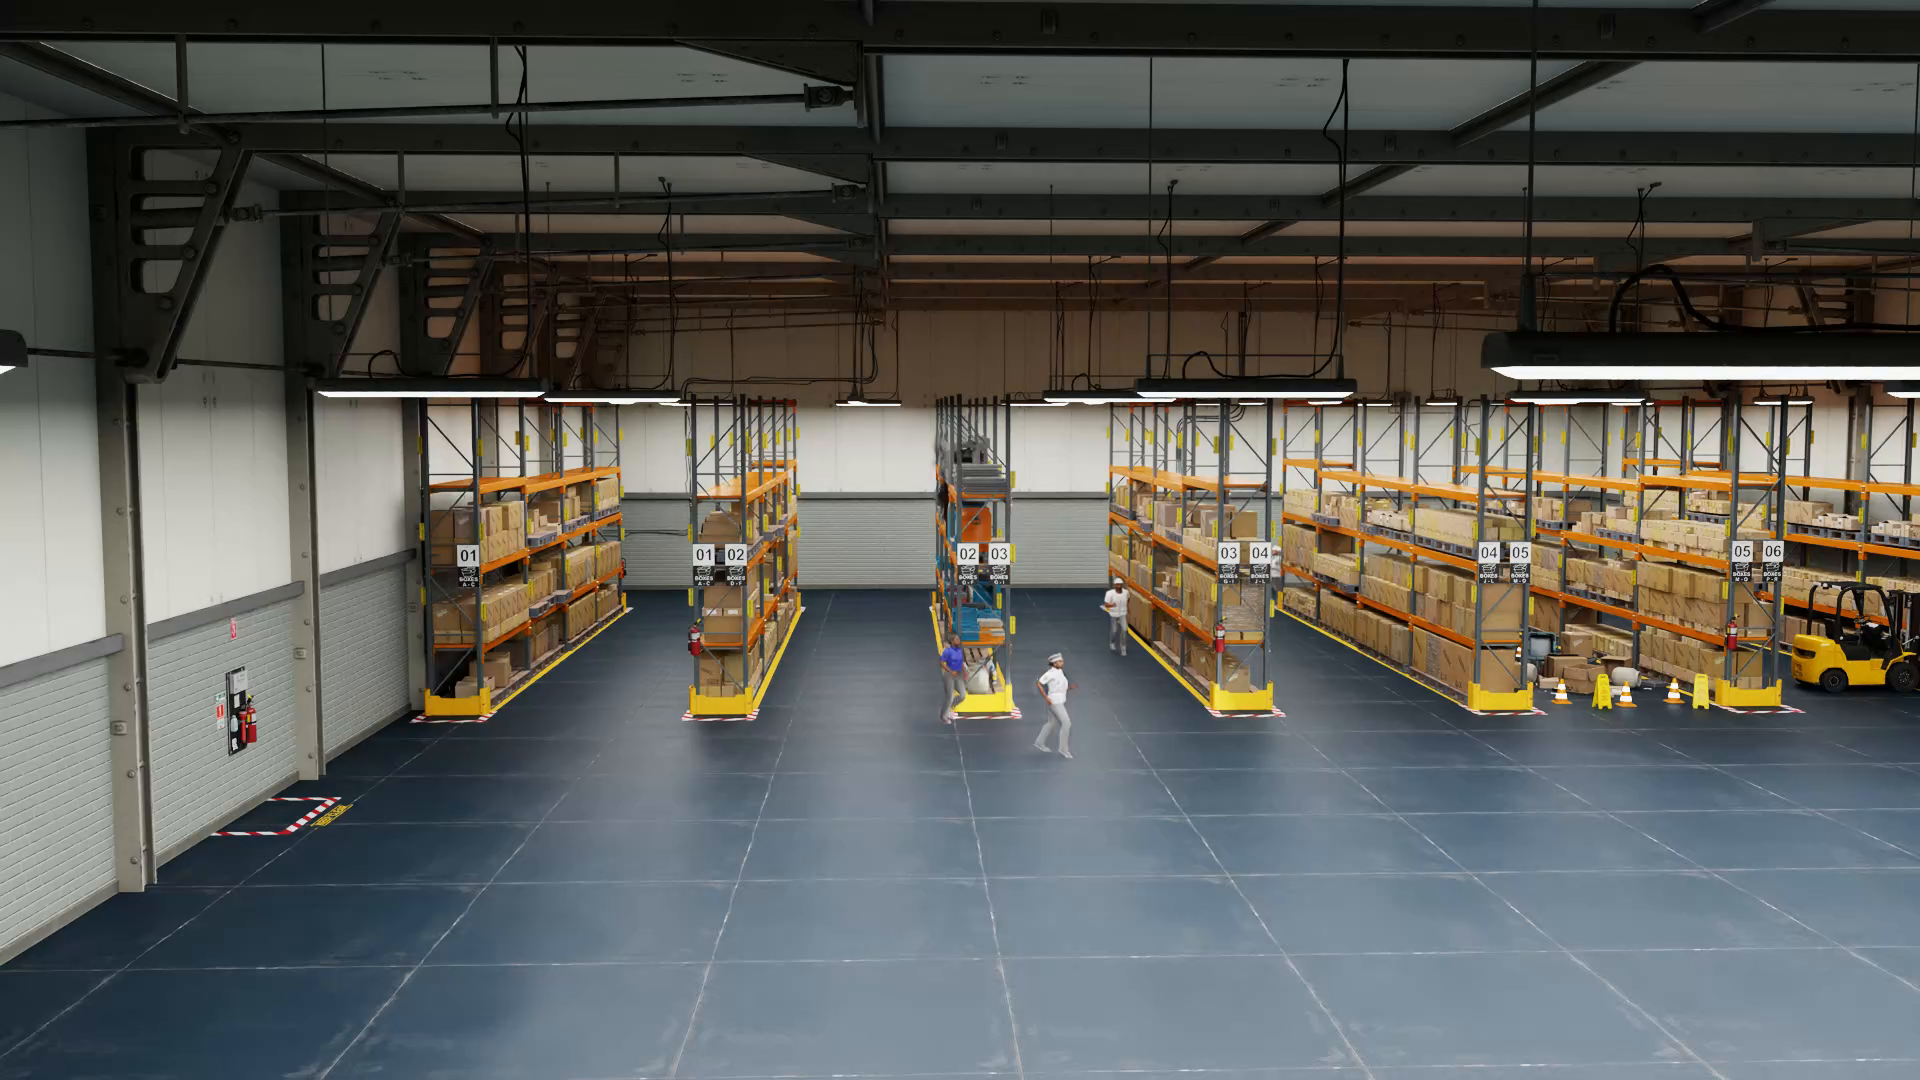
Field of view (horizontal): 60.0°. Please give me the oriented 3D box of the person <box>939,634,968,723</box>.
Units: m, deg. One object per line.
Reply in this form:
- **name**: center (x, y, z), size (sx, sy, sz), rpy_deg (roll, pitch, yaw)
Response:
- **person**: center (-0.083, 2.531, 30.411), size (0.650, 1.613, 0.501), rpy_deg (-4, 6, -44)

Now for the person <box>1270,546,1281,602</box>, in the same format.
- **person**: center (9.251, 1.053, 48.585), size (0.752, 1.810, 0.687), rpy_deg (-2, 5, -23)

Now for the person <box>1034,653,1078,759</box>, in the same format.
- **person**: center (1.570, 2.724, 27.388), size (0.770, 1.758, 0.546), rpy_deg (1, 5, 18)

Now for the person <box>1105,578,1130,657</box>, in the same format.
- **person**: center (3.684, 1.785, 38.831), size (0.635, 1.814, 0.841), rpy_deg (0, 5, -5)
